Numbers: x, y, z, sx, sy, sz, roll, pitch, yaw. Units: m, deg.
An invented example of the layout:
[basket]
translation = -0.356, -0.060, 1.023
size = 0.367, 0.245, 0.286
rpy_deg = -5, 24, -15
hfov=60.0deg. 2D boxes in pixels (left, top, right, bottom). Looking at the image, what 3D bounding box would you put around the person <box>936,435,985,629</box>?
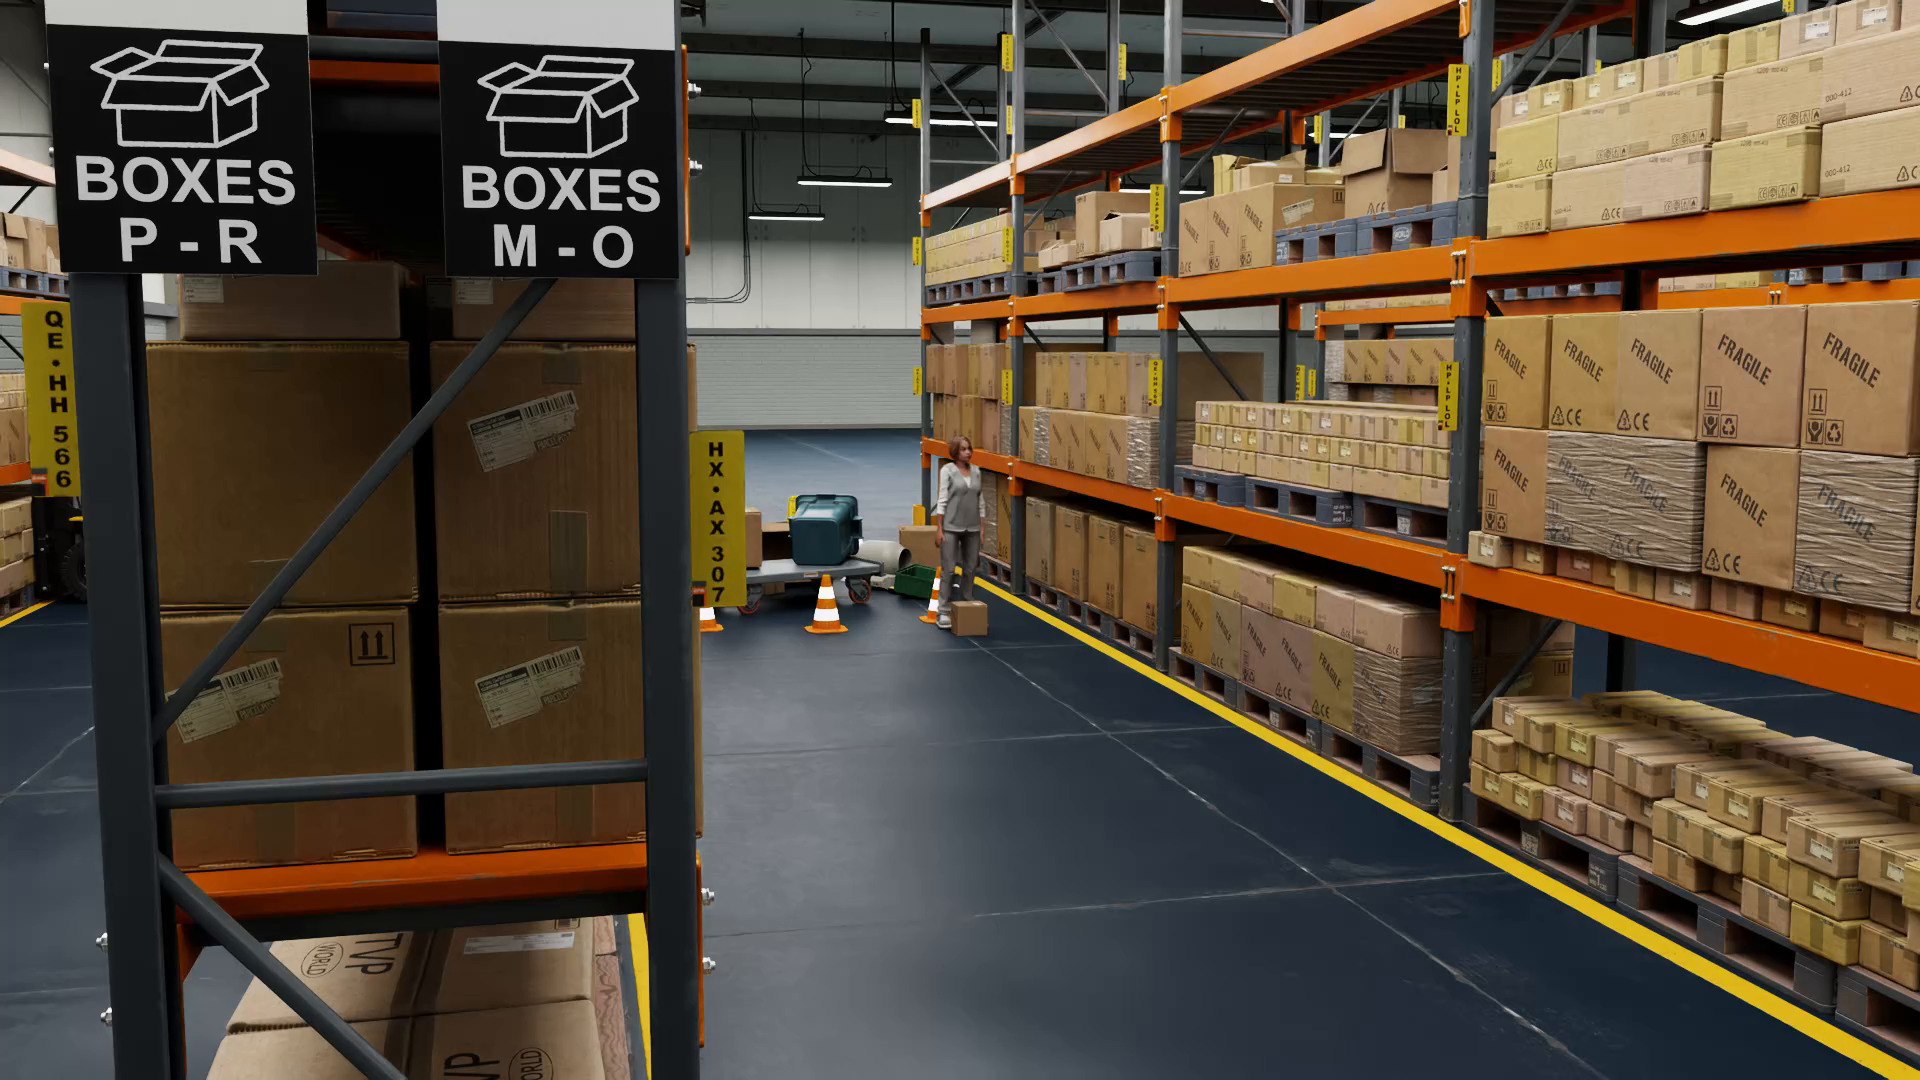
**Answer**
[person]
translation = 0.007, -0.071, 13.845
size = 0.435, 1.598, 0.327
rpy_deg = -2, 7, -19
